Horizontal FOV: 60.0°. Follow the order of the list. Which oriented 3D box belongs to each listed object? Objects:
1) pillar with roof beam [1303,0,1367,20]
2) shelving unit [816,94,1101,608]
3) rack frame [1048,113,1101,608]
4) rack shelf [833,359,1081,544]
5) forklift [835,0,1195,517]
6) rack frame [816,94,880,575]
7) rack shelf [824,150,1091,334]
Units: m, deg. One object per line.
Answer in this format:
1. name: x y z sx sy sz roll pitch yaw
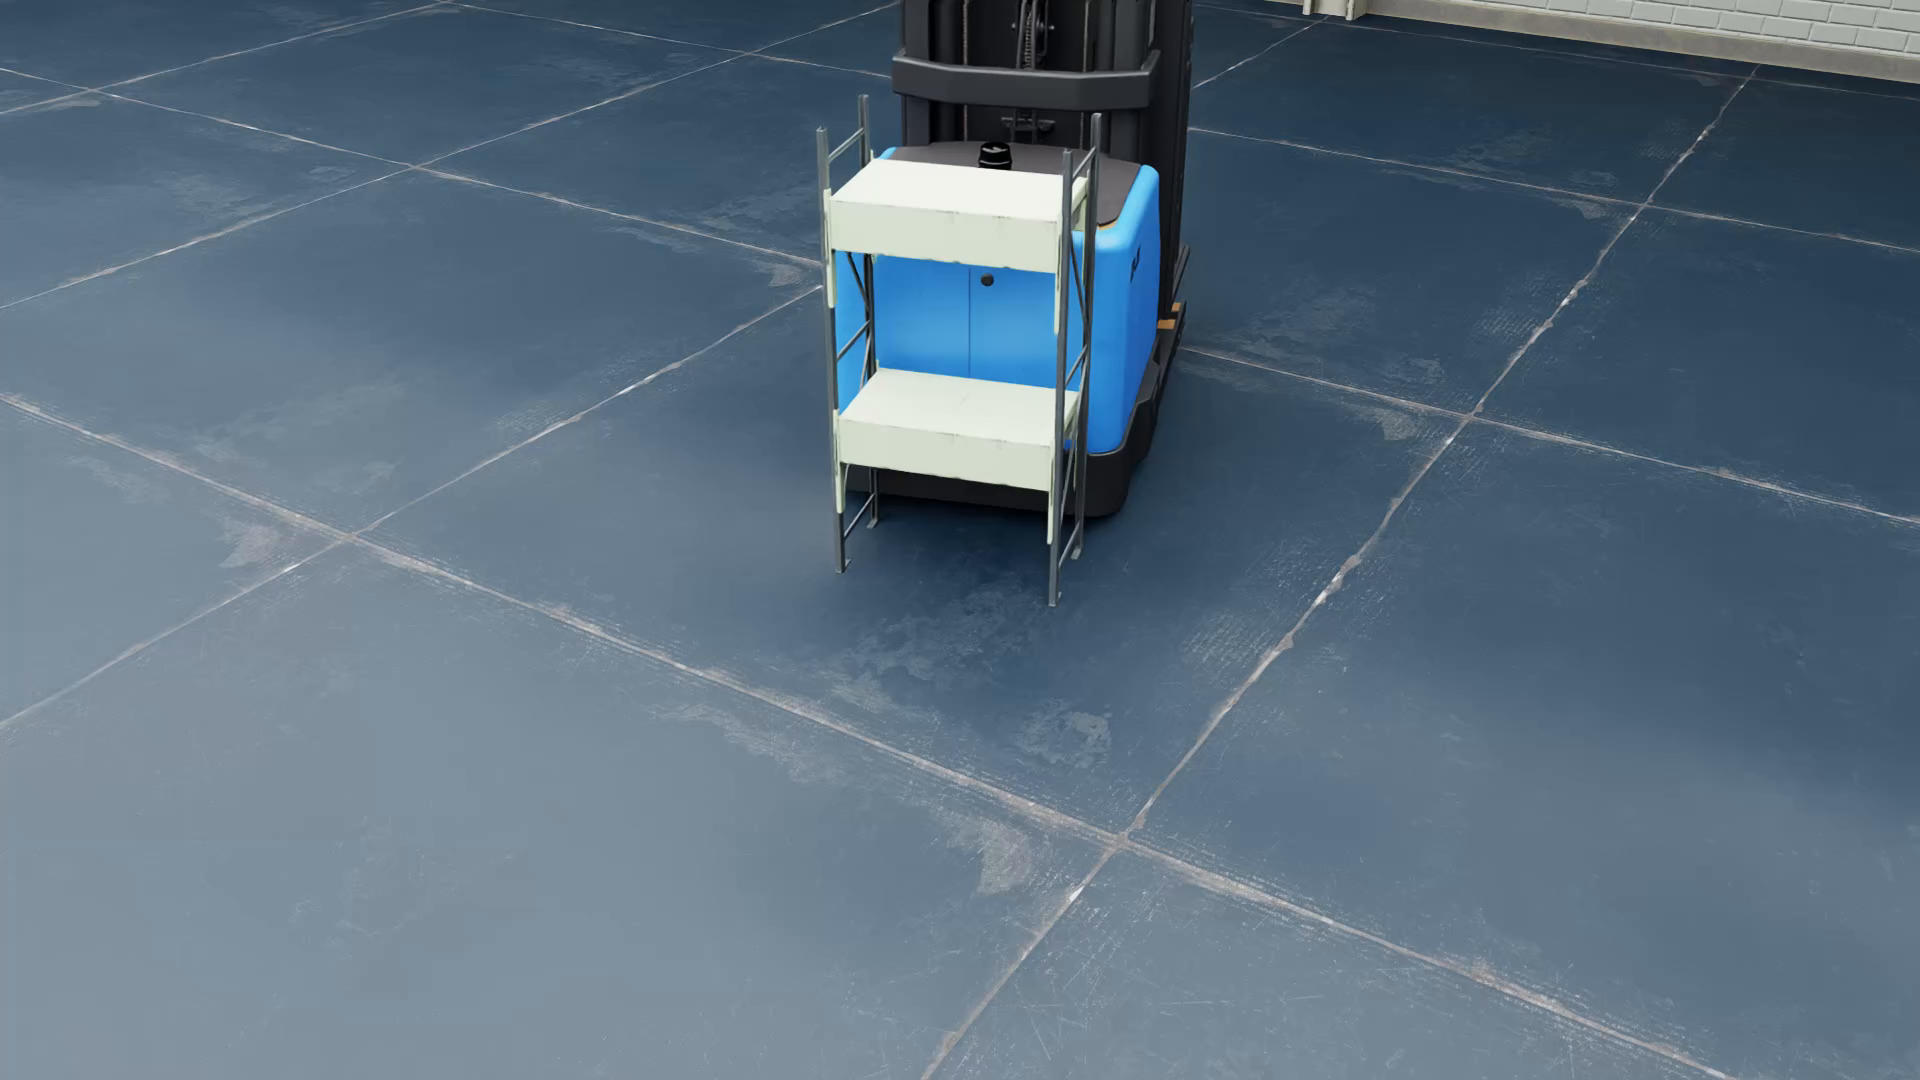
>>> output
1. pillar with roof beam: 0.548 -6.038 7.170 0.400 9.000 9.100 18 35 27
2. shelving unit: 0.002 -0.578 5.252 0.755 1.500 0.431 8 31 14
3. rack frame: 0.353 -0.526 5.163 0.023 1.500 0.400 8 31 14
4. rack shelf: 0.002 -0.296 5.416 0.720 0.370 0.431 8 31 14
5. forklift: 0.369 -2.075 6.398 1.130 2.935 3.031 7 31 11
6. rack frame: -0.349 -0.630 5.341 0.023 1.500 0.400 8 31 14
7. rack shelf: 0.002 -0.915 5.055 0.720 0.370 0.431 8 31 14
